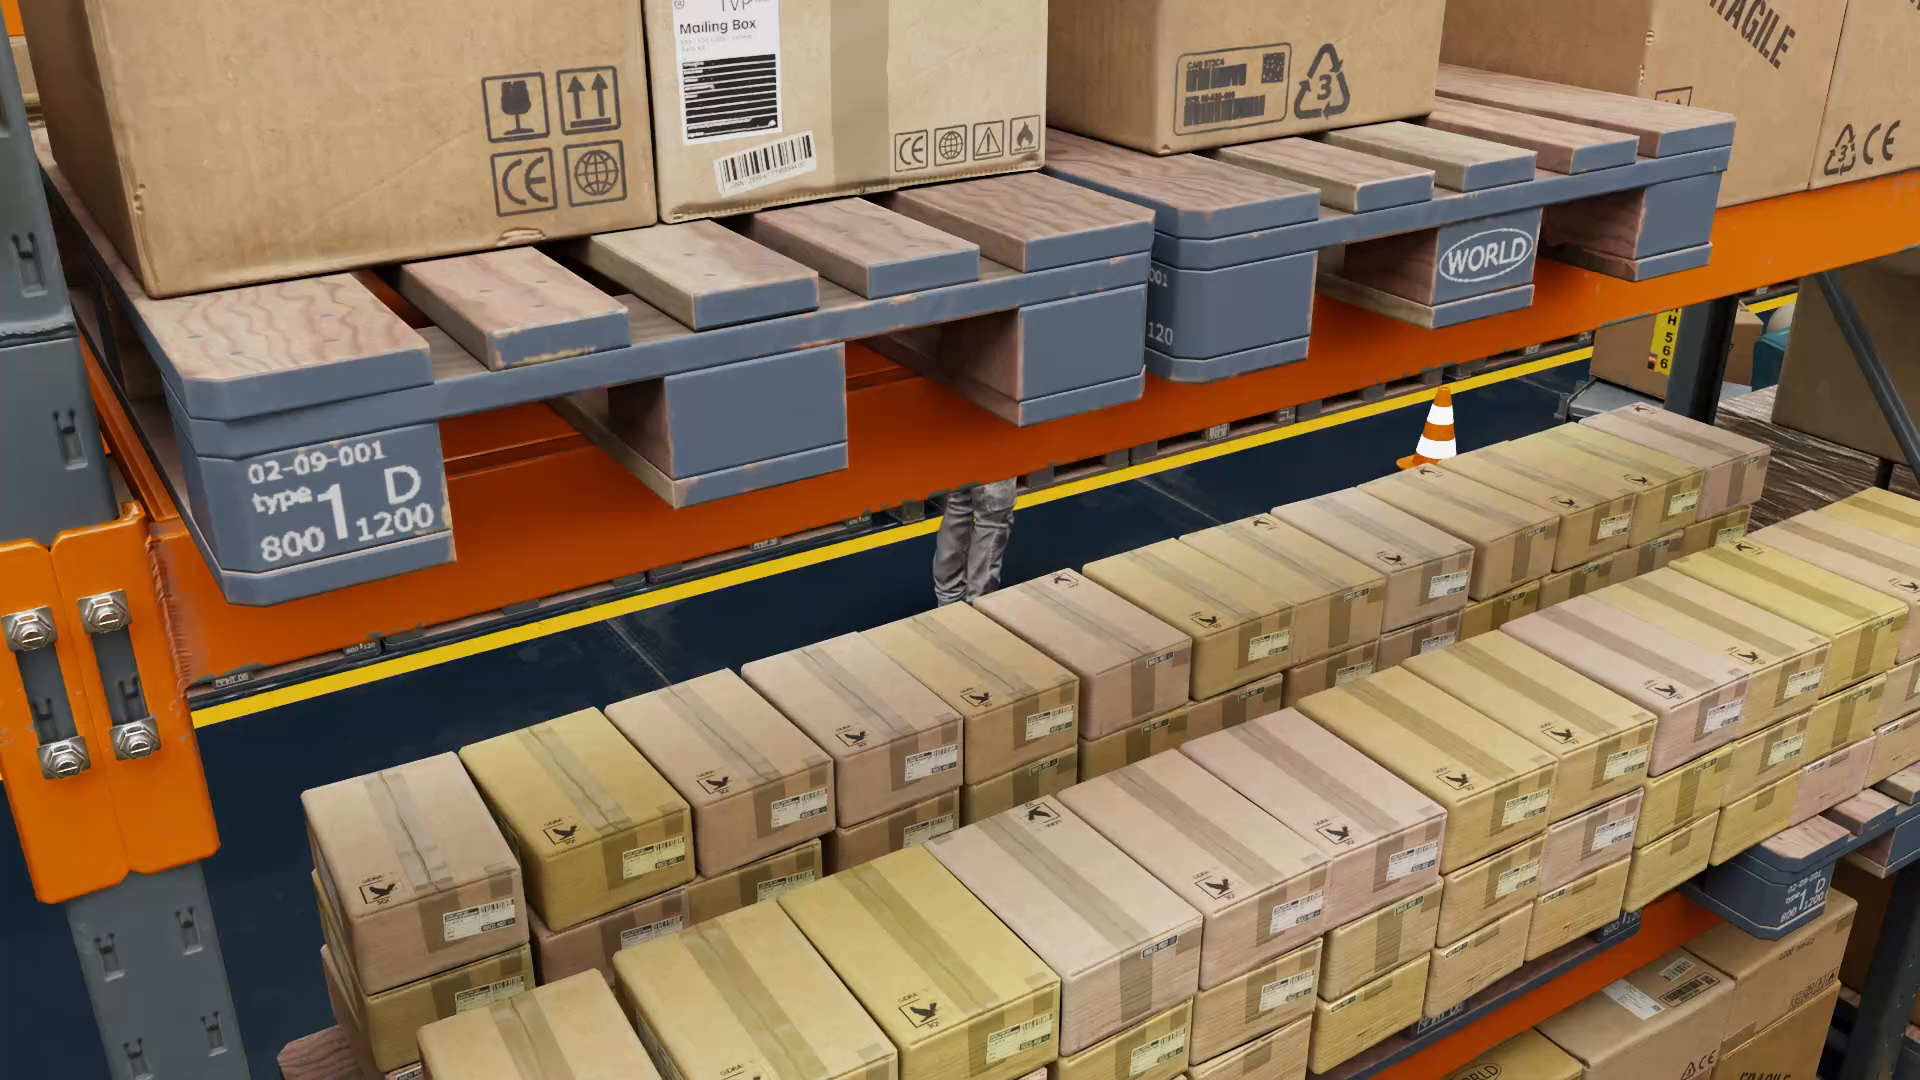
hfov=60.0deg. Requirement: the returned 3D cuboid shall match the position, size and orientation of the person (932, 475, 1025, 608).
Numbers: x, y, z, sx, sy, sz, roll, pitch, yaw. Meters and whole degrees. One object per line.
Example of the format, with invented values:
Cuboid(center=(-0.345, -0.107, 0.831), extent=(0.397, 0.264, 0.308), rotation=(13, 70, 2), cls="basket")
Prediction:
Cuboid(center=(0.067, -0.477, 7.121), extent=(0.445, 1.775, 0.629), rotation=(-17, 30, -32), cls="person")
